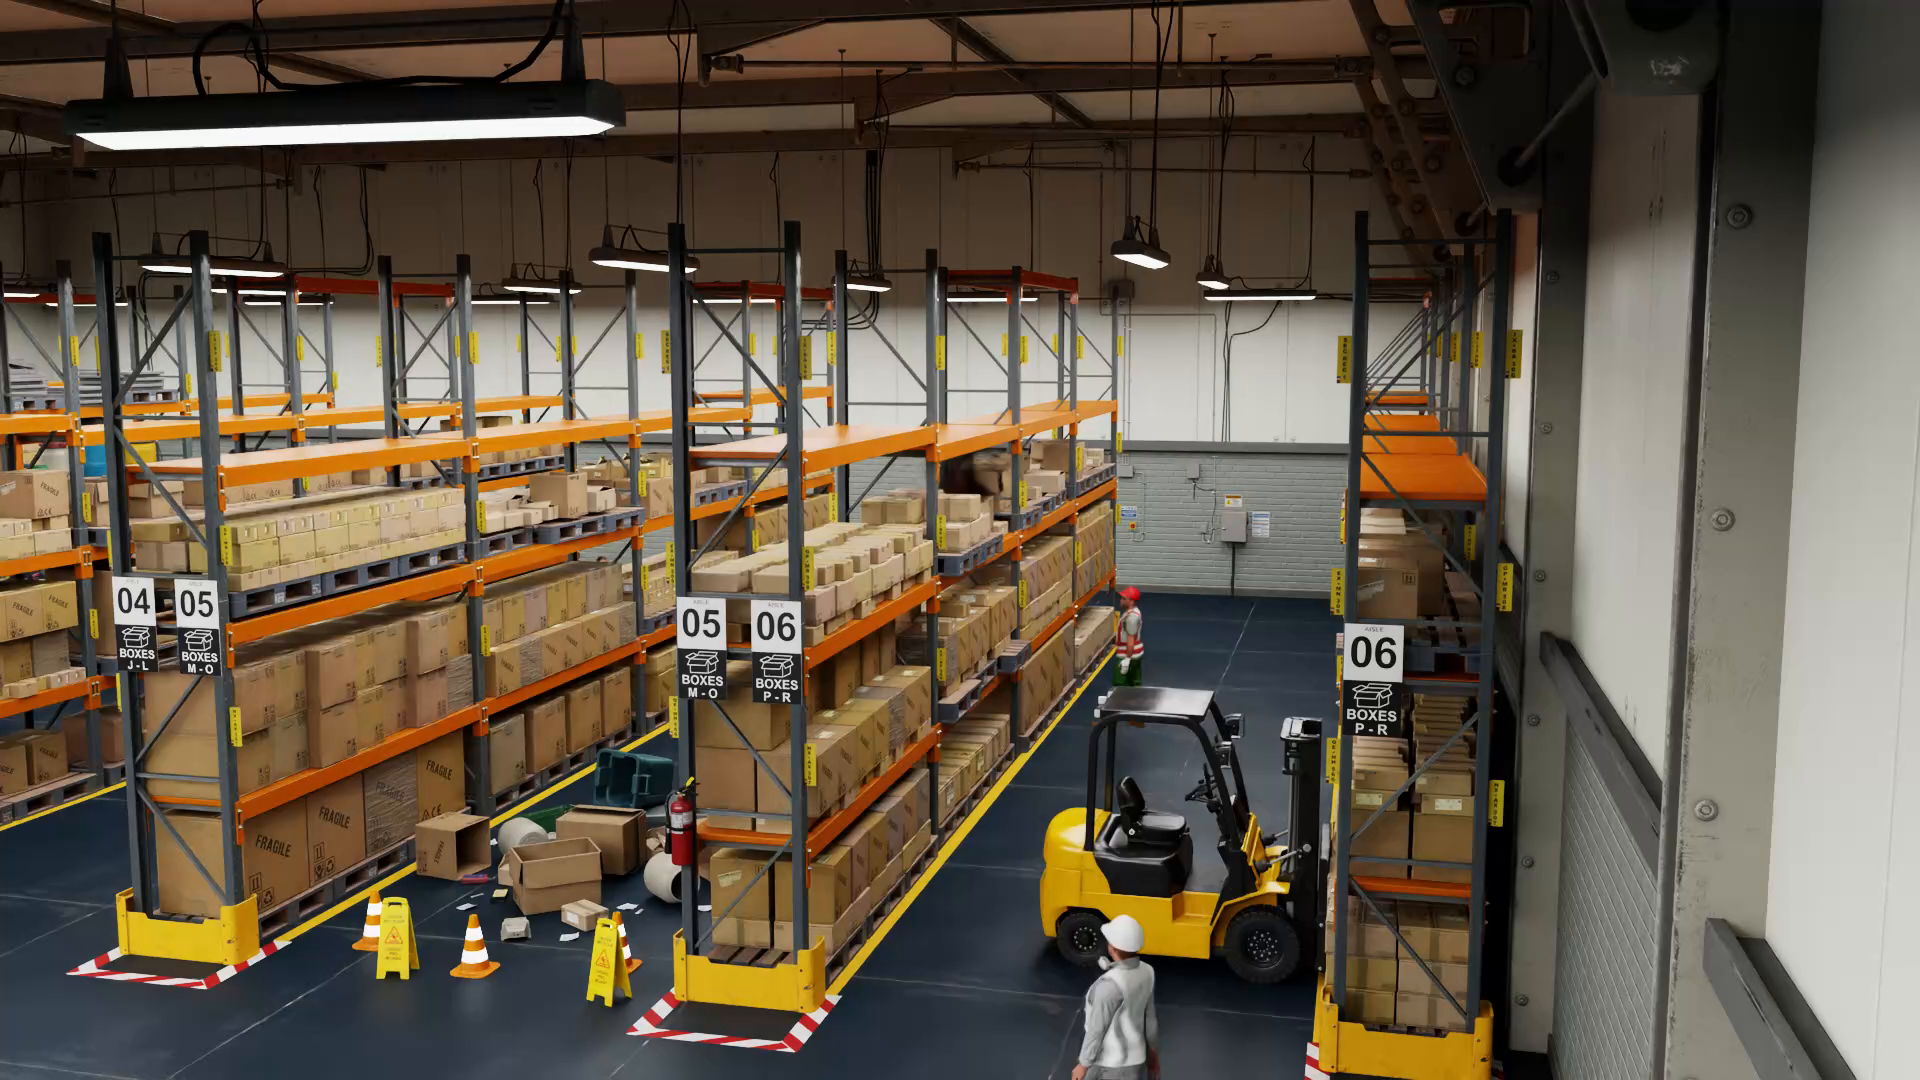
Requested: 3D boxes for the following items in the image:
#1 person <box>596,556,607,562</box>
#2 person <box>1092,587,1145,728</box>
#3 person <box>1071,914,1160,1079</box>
[{"bbox_3d":[-5.815,1.075,27.027,0.614,1.649,0.982,2,7,13],"label":"person"},{"bbox_3d":[2.015,1.461,20.780,0.612,1.781,0.617,3,8,23],"label":"person"},{"bbox_3d":[0.961,3.096,10.004,0.980,1.745,0.491,0,7,-1],"label":"person"}]
